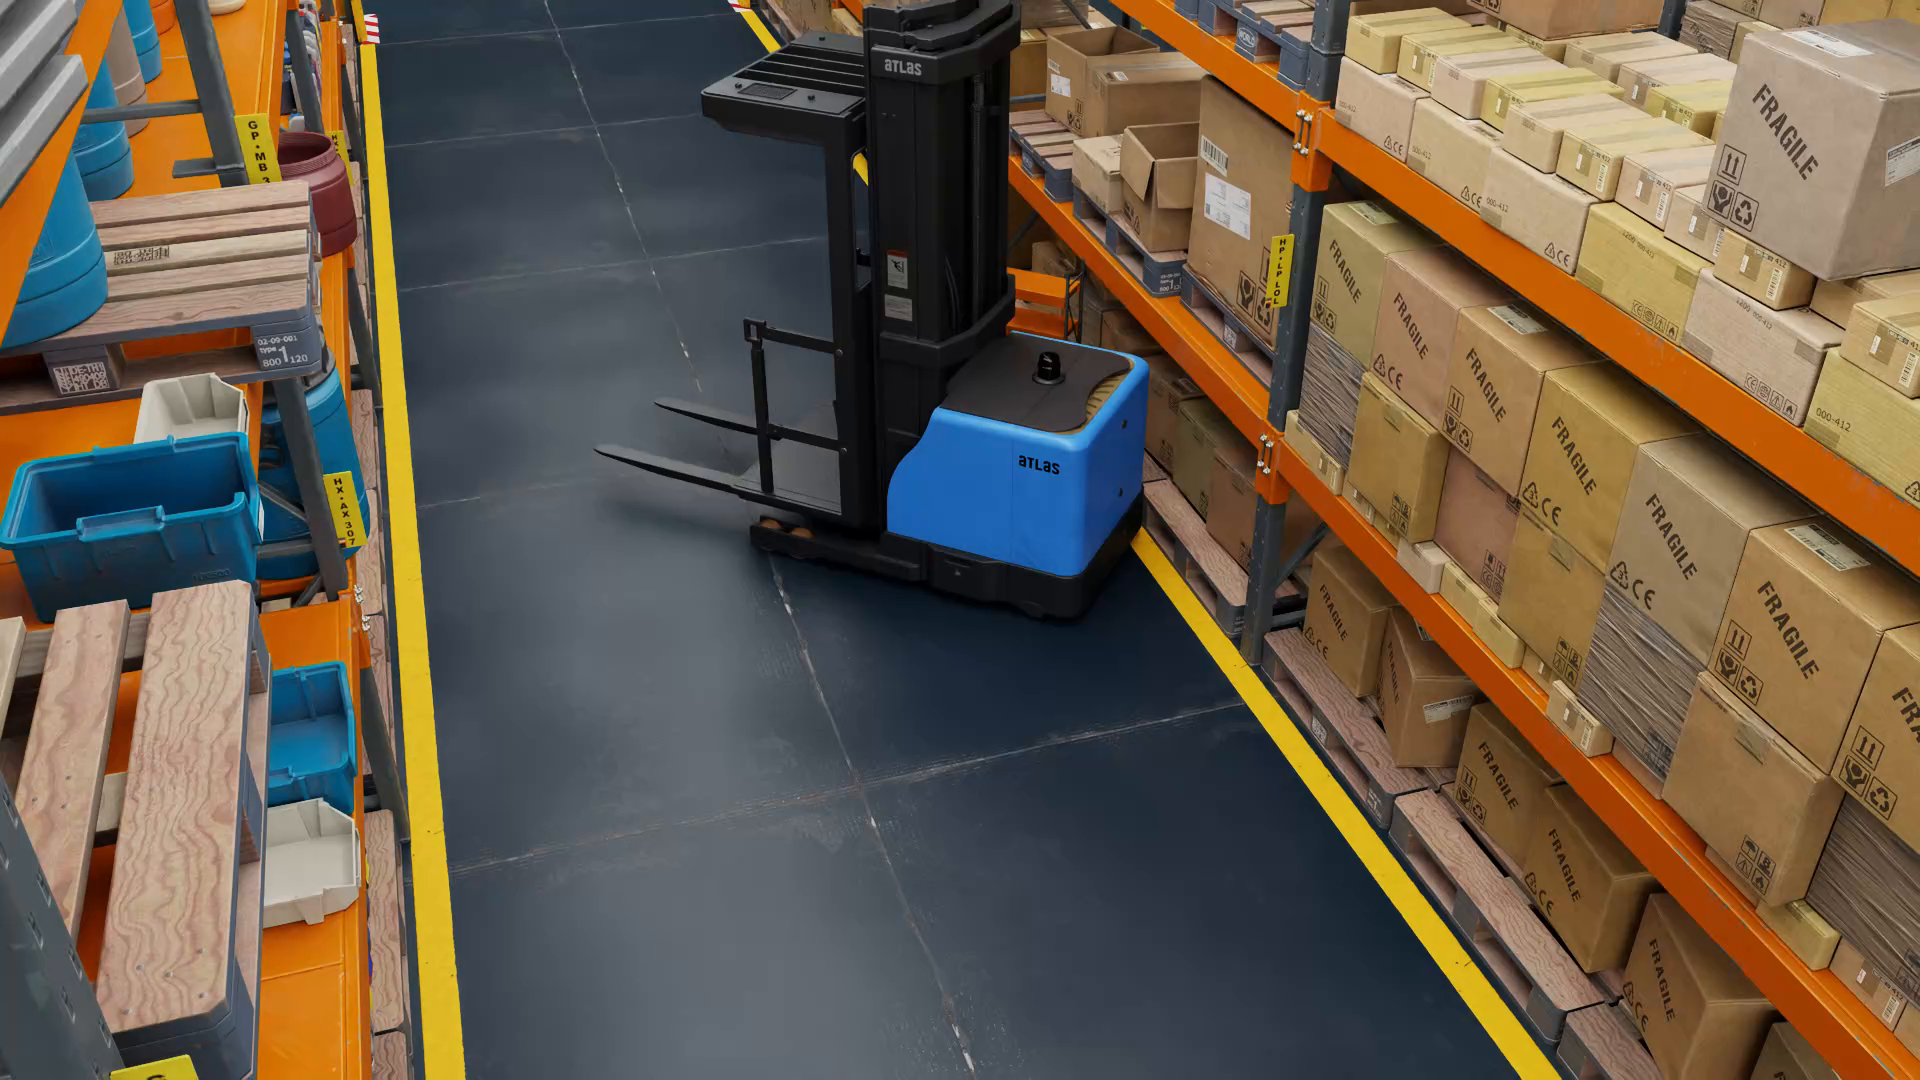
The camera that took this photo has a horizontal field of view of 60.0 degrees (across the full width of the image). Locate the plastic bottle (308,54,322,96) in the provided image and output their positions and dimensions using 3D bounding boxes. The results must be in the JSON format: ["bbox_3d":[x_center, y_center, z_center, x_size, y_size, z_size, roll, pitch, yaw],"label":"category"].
[{"bbox_3d":[-4.364,-3.145,11.214,0.061,0.283,0.133,-10,35,-15],"label":"plastic bottle"}]

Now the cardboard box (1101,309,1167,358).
[{"bbox_3d":[1.238,-1.049,9.804,0.700,0.500,0.500,-7,34,-11],"label":"cardboard box"}]

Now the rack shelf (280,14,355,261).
[{"bbox_3d":[-4.673,-2.759,11.177,1.077,0.370,4.000,-10,35,-15],"label":"rack shelf"}]

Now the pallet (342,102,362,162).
[{"bbox_3d":[-5.544,-3.326,13.911,1.003,0.211,1.213,-10,35,-15],"label":"pallet"}]

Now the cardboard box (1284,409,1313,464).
[{"bbox_3d":[1.653,-0.474,7.294,0.380,0.149,0.250,-10,35,-15],"label":"cardboard box"}]

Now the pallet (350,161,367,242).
[{"bbox_3d":[-5.087,-2.534,12.713,1.003,0.211,1.213,-10,35,-15],"label":"pallet"}]

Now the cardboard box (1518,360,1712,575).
[{"bbox_3d":[2.238,-0.261,5.475,0.500,0.500,0.500,-10,35,-15],"label":"cardboard box"}]

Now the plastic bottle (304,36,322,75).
[{"bbox_3d":[-4.549,-3.378,11.573,0.152,0.276,0.135,-10,35,-15],"label":"plastic bottle"}]

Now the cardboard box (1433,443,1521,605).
[{"bbox_3d":[2.320,-0.147,6.211,0.875,0.500,0.500,-10,35,-15],"label":"cardboard box"}]

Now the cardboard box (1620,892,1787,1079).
[{"bbox_3d":[2.705,1.587,5.833,0.500,0.500,0.500,-1,33,-2],"label":"cardboard box"}]

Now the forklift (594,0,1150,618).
[{"bbox_3d":[-0.570,-1.369,8.482,3.031,2.935,1.130,14,36,21],"label":"forklift"}]

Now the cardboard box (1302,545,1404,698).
[{"bbox_3d":[1.958,0.342,7.717,0.500,0.500,0.500,-11,35,-16],"label":"cardboard box"}]

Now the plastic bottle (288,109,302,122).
[{"bbox_3d":[-4.096,-2.535,10.302,0.097,0.271,0.097,0,33,0],"label":"plastic bottle"}]

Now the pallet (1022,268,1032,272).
[{"bbox_3d":[0.485,-2.105,12.064,1.003,0.211,1.213,-10,35,-15],"label":"pallet"}]

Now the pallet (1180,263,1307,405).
[{"bbox_3d":[1.779,-1.088,8.169,1.003,0.211,1.213,-10,35,-15],"label":"pallet"}]

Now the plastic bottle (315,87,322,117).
[{"bbox_3d":[-4.196,-2.857,10.777,0.061,0.283,0.133,-10,35,-15],"label":"plastic bottle"}]

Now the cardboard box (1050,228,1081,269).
[{"bbox_3d":[0.887,-1.949,10.486,0.500,0.250,0.500,-9,34,-13],"label":"cardboard box"}]

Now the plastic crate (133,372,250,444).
[{"bbox_3d":[-1.968,-0.276,4.285,0.243,0.136,0.396,-10,35,-15],"label":"plastic crate"}]

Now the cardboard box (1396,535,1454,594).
[{"bbox_3d":[1.942,0.054,6.495,0.380,0.149,0.250,-10,35,-15],"label":"cardboard box"}]

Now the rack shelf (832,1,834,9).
[{"bbox_3d":[-1.176,-5.692,15.615,1.077,0.370,4.000,-10,35,-15],"label":"rack shelf"}]

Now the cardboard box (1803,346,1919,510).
[{"bbox_3d":[2.550,-0.303,4.222,0.500,0.250,0.500,-10,35,-14],"label":"cardboard box"}]

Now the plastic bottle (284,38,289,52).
[{"bbox_3d":[-4.662,-3.345,11.528,0.097,0.271,0.097,0,33,0],"label":"plastic bottle"}]

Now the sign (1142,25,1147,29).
[{"bbox_3d":[1.168,-3.388,10.498,0.100,0.325,0.005,-10,35,-15],"label":"sign"}]

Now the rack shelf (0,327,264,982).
[{"bbox_3d":[-2.233,0.190,3.993,1.077,0.370,4.000,-10,35,-15],"label":"rack shelf"}]

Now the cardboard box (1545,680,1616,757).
[{"bbox_3d":[2.253,0.578,5.702,0.380,0.149,0.250,-10,35,-15],"label":"cardboard box"}]

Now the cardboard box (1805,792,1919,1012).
[{"bbox_3d":[2.953,0.899,4.628,0.875,0.500,0.500,-10,35,-15],"label":"cardboard box"}]

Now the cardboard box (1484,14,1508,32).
[{"bbox_3d":[2.248,-1.975,6.391,0.380,0.149,0.250,-9,35,-13],"label":"cardboard box"}]

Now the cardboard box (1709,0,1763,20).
[{"bbox_3d":[5.536,-3.845,11.169,0.700,0.500,0.500,-10,35,-15],"label":"cardboard box"}]

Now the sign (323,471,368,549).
[{"bbox_3d":[-2.316,-0.111,6.266,0.100,0.325,0.005,-10,35,-15],"label":"sign"}]

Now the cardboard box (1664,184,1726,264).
[{"bbox_3d":[2.283,-0.927,4.804,0.380,0.149,0.250,-12,35,-17],"label":"cardboard box"}]

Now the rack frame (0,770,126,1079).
[{"bbox_3d":[-1.620,-0.313,1.380,0.949,2.616,0.053,-10,35,-15],"label":"rack frame"}]

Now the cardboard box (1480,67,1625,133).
[{"bbox_3d":[2.004,-1.479,5.640,0.380,0.149,0.250,-9,35,-13],"label":"cardboard box"}]

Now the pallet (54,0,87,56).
[{"bbox_3d":[-2.189,-1.097,3.101,1.003,0.211,1.213,-10,35,-15],"label":"pallet"}]

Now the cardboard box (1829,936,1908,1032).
[{"bbox_3d":[2.735,1.217,4.735,0.380,0.149,0.250,-10,35,-15],"label":"cardboard box"}]

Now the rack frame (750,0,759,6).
[{"bbox_3d":[-1.786,-7.042,17.006,1.000,3.000,0.127,-10,35,-15],"label":"rack frame"}]

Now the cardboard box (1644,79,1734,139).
[{"bbox_3d":[2.519,-1.414,5.542,0.380,0.149,0.250,-9,34,-13],"label":"cardboard box"}]

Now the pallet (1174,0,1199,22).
[{"bbox_3d":[1.468,-2.801,8.037,1.213,0.211,1.003,-10,35,-15],"label":"pallet"}]

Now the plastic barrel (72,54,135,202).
[{"bbox_3d":[-3.205,-1.600,5.595,0.600,0.901,0.708,-10,35,-15],"label":"plastic barrel"}]

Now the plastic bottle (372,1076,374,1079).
[{"bbox_3d":[-2.076,1.802,5.697,0.097,0.271,0.097,0,33,0],"label":"plastic bottle"}]

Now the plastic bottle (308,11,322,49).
[{"bbox_3d":[-4.744,-3.713,12.081,0.152,0.276,0.135,-10,35,-15],"label":"plastic bottle"}]

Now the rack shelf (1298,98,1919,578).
[{"bbox_3d":[2.484,-0.643,5.254,1.077,0.370,4.000,-10,35,-15],"label":"rack shelf"}]

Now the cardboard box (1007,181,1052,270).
[{"bbox_3d":[0.463,-2.497,11.673,1.225,0.875,0.875,-12,35,-17],"label":"cardboard box"}]

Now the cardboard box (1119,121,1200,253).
[{"bbox_3d":[1.257,-1.855,8.681,0.797,0.503,0.637,-7,34,-10],"label":"cardboard box"}]

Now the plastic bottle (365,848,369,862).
[{"bbox_3d":[-2.435,1.213,6.652,0.097,0.201,0.097,0,33,0],"label":"plastic bottle"}]

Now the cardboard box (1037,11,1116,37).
[{"bbox_3d":[0.765,-3.185,11.078,0.500,0.500,0.500,-9,35,-13],"label":"cardboard box"}]

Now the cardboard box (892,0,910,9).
[{"bbox_3d":[-0.195,-3.903,12.165,0.500,0.500,0.500,-9,35,-14],"label":"cardboard box"}]

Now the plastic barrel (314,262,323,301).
[{"bbox_3d":[-3.417,-1.331,8.261,0.421,0.512,0.421,0,33,0],"label":"plastic barrel"}]

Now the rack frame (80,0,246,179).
[{"bbox_3d":[-2.843,-2.412,4.557,1.000,3.000,0.127,-10,35,-15],"label":"rack frame"}]

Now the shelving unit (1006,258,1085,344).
[{"bbox_3d":[0.419,-1.068,9.597,0.503,1.200,0.258,15,36,21],"label":"shelving unit"}]

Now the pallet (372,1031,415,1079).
[{"bbox_3d":[-2.302,2.256,5.465,1.003,0.211,1.213,-10,35,-15],"label":"pallet"}]

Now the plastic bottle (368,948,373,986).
[{"bbox_3d":[-2.224,1.509,6.129,0.061,0.283,0.133,-8,34,-12],"label":"plastic bottle"}]

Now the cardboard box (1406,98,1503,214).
[{"bbox_3d":[1.934,-1.375,5.844,0.500,0.250,0.500,-10,35,-15],"label":"cardboard box"}]

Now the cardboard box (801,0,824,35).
[{"bbox_3d":[-0.966,-5.064,15.558,0.875,0.875,0.875,-10,35,-15],"label":"cardboard box"}]
